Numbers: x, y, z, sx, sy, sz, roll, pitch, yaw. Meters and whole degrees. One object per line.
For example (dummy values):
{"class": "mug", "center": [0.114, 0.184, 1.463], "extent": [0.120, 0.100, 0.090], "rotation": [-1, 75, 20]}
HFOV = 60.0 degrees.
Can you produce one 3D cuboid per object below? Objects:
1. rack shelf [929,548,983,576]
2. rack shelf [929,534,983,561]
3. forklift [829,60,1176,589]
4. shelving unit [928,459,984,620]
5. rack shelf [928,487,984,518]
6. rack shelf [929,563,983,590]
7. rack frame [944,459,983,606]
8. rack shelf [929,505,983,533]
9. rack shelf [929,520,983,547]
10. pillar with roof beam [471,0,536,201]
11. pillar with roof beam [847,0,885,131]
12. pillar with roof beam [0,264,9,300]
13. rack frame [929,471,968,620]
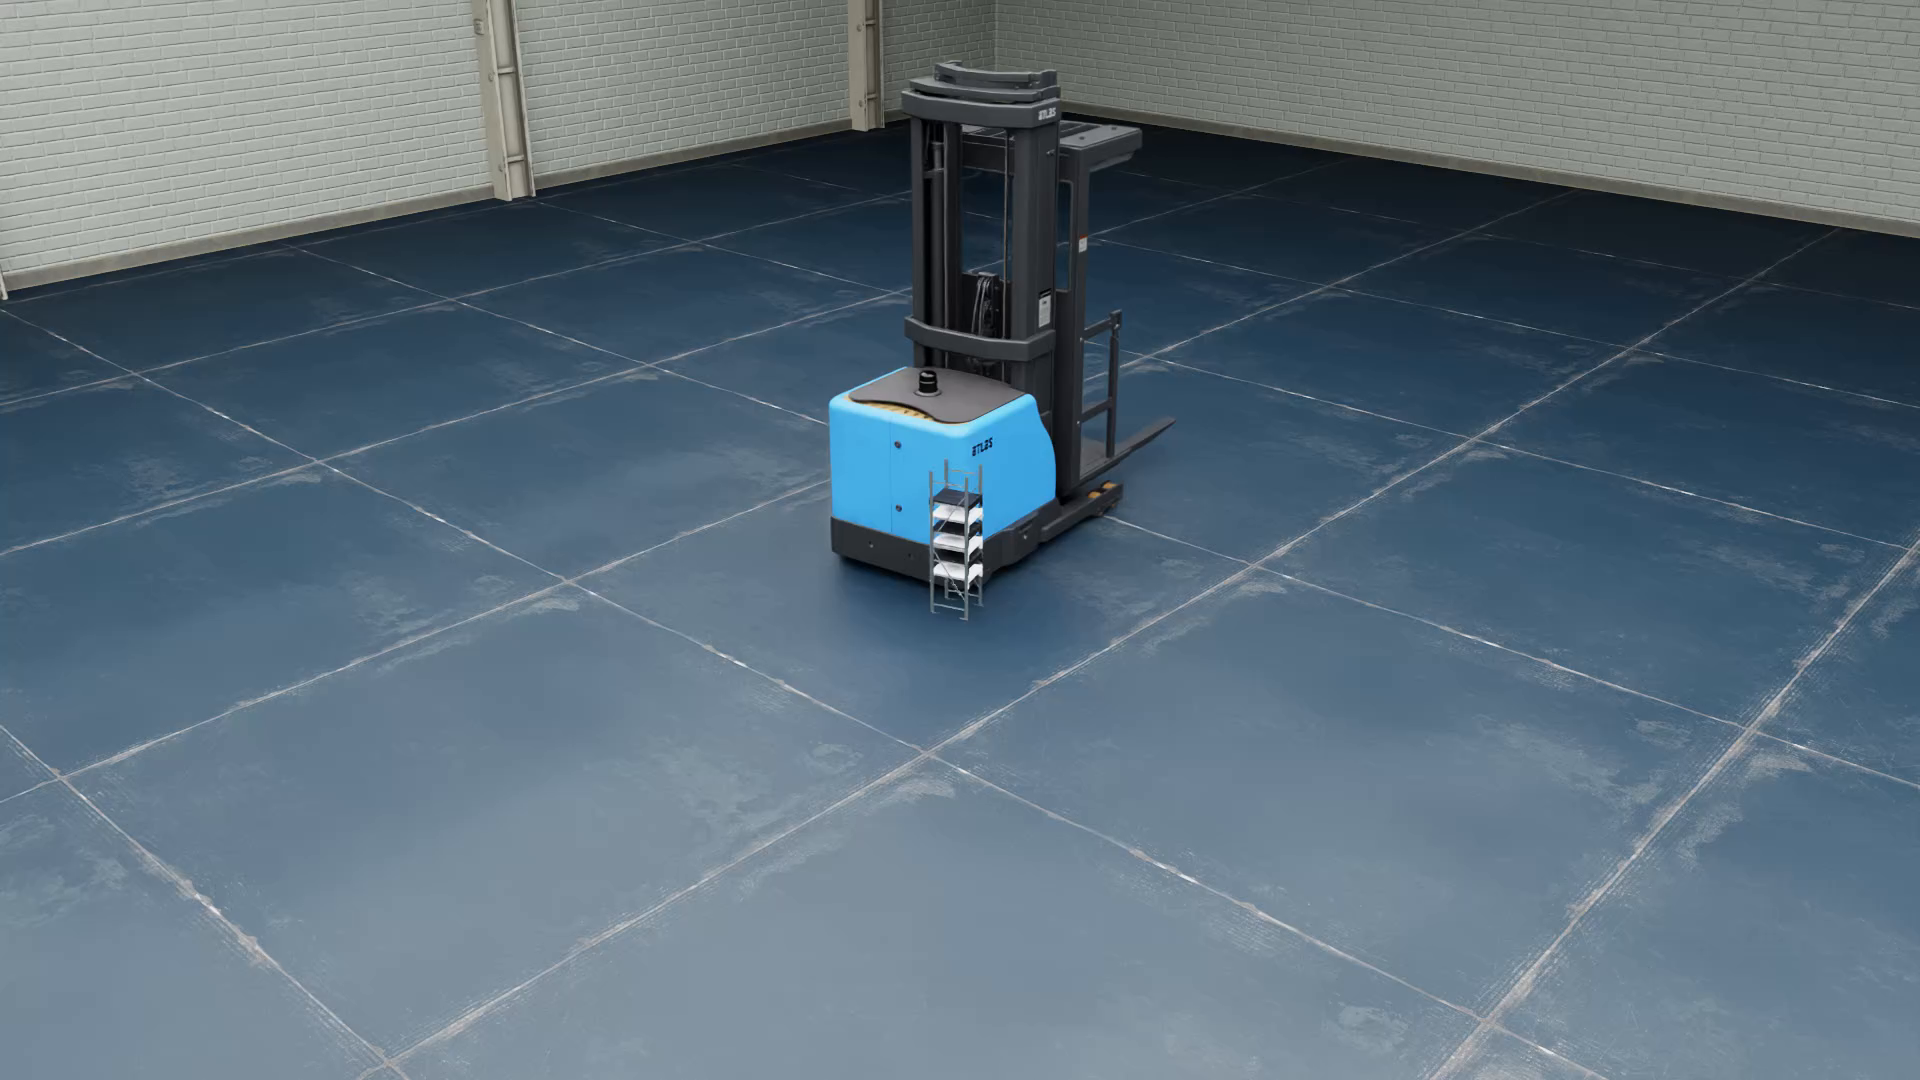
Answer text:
{"class": "rack shelf", "center": [-0.022, 0.112, 9.701], "extent": [0.258, 0.077, 0.200], "rotation": [10, 26, 22]}
{"class": "rack shelf", "center": [-0.022, 0.030, 9.664], "extent": [0.258, 0.077, 0.200], "rotation": [10, 26, 22]}
{"class": "forklift", "center": [0.447, -1.594, 10.723], "extent": [1.130, 2.935, 3.031], "rotation": [16, 29, 31]}
{"class": "shelving unit", "center": [-0.022, 0.000, 9.650], "extent": [0.258, 0.900, 0.210], "rotation": [10, 26, 22]}
{"class": "rack shelf", "center": [-0.022, -0.216, 9.554], "extent": [0.258, 0.077, 0.200], "rotation": [10, 26, 22]}
{"class": "rack shelf", "center": [-0.022, 0.194, 9.738], "extent": [0.258, 0.077, 0.200], "rotation": [10, 26, 22]}
{"class": "rack frame", "center": [0.019, -0.038, 9.735], "extent": [0.240, 0.900, 0.006], "rotation": [10, 26, 22]}
{"class": "rack shelf", "center": [-0.022, -0.134, 9.590], "extent": [0.258, 0.077, 0.200], "rotation": [10, 26, 22]}
{"class": "rack shelf", "center": [-0.022, -0.052, 9.627], "extent": [0.258, 0.077, 0.200], "rotation": [10, 26, 22]}
{"class": "pillar with roof beam", "center": [-2.132, -7.050, 15.474], "extent": [9.100, 9.000, 0.400], "rotation": [20, 31, 38]}
{"class": "pillar with roof beam", "center": [1.873, -8.878, 19.551], "extent": [9.100, 9.000, 0.400], "rotation": [20, 31, 38]}
{"class": "pillar with roof beam", "center": [-6.136, -5.222, 11.397], "extent": [9.100, 9.000, 0.400], "rotation": [20, 31, 38]}
{"class": "rack frame", "center": [-0.064, 0.038, 9.566], "extent": [0.240, 0.900, 0.006], "rotation": [10, 26, 22]}
